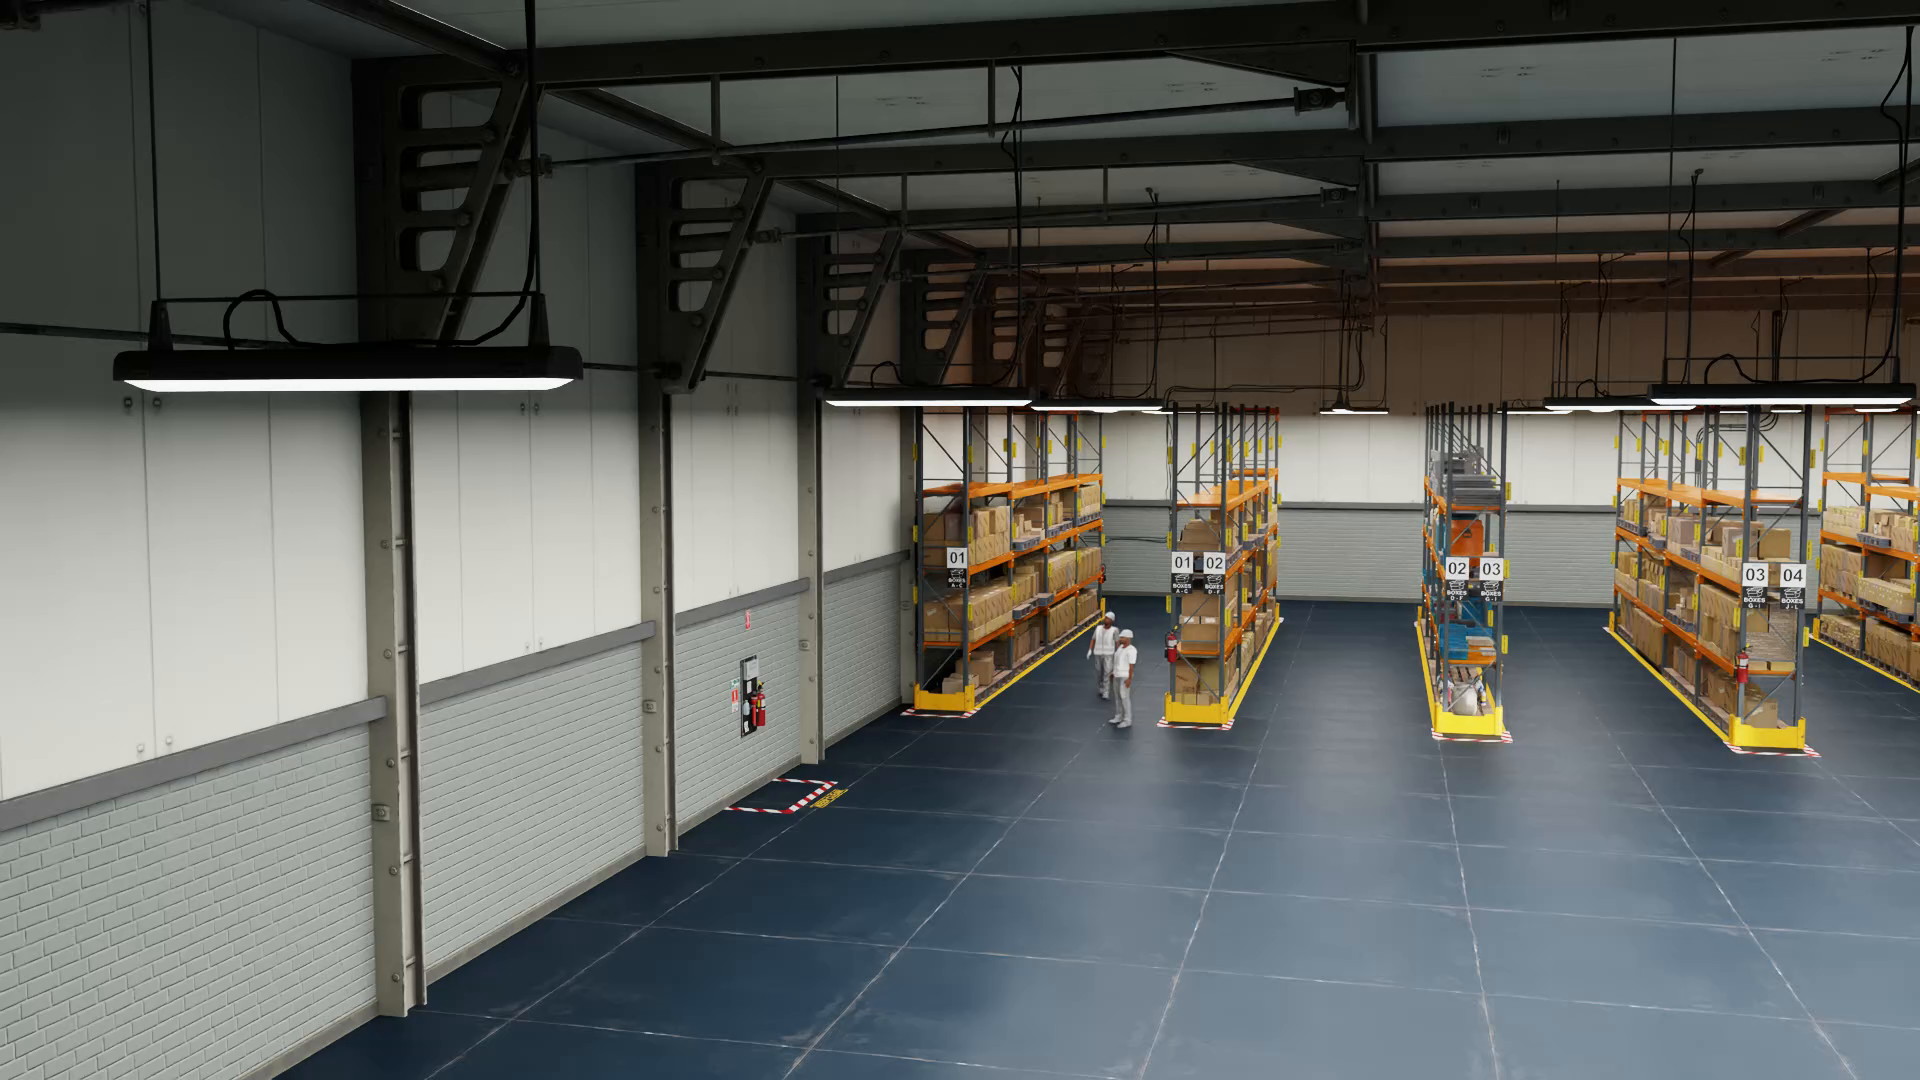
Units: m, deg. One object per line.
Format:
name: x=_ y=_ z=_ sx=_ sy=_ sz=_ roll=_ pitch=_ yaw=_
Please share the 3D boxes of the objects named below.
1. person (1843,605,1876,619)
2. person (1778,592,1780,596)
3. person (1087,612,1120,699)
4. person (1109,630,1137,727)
person: x=25.329 y=1.389 z=46.764 sx=1.115 sy=1.732 sz=0.615 roll=0 pitch=4 yaw=-4
person: x=21.970 y=1.621 z=44.254 sx=0.690 sy=1.645 sz=0.485 roll=-2 pitch=5 yaw=-27
person: x=2.943 y=2.320 z=34.024 sx=0.678 sy=1.682 sz=0.793 roll=1 pitch=4 yaw=8
person: x=3.013 y=2.561 z=31.016 sx=0.499 sy=1.780 sz=0.615 roll=-2 pitch=5 yaw=-29
